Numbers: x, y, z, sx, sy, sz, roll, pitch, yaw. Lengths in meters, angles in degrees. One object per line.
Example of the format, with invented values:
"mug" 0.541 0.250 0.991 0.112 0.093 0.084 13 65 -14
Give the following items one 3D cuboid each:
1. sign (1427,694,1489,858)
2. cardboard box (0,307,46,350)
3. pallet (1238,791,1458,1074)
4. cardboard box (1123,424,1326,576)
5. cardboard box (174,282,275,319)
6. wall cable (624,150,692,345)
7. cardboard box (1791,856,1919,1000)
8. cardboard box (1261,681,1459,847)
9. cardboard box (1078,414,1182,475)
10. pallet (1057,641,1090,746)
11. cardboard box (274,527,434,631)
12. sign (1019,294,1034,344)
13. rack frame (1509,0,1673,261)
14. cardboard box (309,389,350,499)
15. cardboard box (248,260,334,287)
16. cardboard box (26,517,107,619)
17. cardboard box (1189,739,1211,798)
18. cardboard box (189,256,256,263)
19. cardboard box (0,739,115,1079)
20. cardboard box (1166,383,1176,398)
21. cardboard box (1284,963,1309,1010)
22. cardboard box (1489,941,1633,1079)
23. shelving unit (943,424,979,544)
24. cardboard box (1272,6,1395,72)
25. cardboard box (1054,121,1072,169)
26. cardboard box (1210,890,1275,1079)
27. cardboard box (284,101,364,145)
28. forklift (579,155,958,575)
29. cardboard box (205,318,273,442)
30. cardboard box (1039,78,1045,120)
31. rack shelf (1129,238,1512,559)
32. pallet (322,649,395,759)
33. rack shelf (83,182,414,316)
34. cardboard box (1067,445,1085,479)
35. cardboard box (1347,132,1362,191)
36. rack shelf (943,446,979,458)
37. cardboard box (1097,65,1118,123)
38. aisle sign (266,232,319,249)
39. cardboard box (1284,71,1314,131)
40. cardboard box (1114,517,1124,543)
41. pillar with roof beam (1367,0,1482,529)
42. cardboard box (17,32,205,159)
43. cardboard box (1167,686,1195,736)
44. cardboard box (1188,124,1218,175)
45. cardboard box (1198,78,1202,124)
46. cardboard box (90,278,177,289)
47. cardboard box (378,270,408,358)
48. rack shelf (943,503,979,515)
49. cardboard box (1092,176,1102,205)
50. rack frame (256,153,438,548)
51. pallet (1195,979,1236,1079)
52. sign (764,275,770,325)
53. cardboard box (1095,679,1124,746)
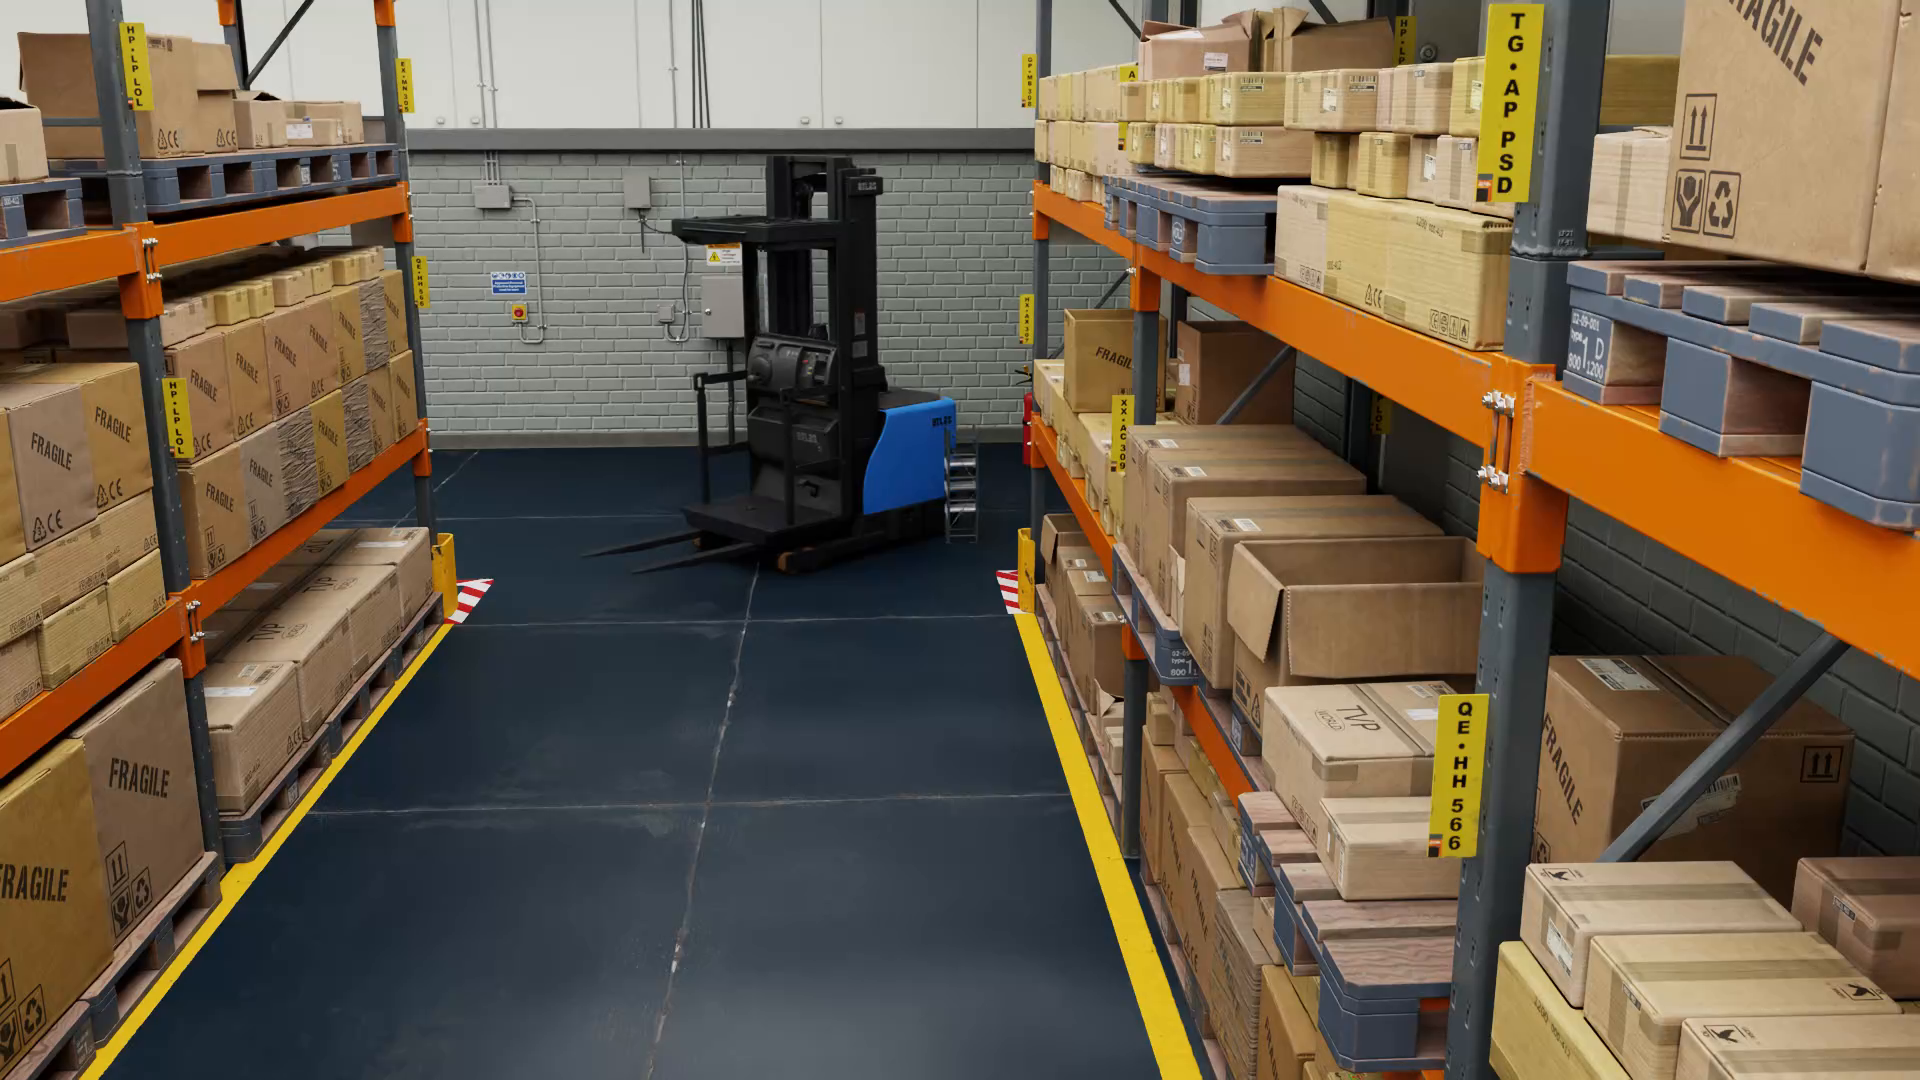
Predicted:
"sign" 0.936 0.444 3.116 0.100 0.325 0.005 -1 14 -3
"cardboard box" -4.061 -0.880 6.918 0.380 0.149 0.250 -1 14 -5
"pallet" 1.365 0.881 3.967 1.213 0.211 1.003 -1 14 -3
"cardboard box" 1.036 -0.167 6.613 0.700 0.500 0.500 -1 14 -2
"cardboard box" -3.517 -1.147 7.954 0.380 0.149 0.250 -1 14 -5
"wall cable" -2.930 -2.875 16.142 0.588 1.984 0.122 -1 14 -3
"cardboard box" 1.699 0.671 2.897 0.380 0.149 0.250 0 14 -2
"cardboard box" 1.089 0.568 4.259 0.500 0.250 0.500 -2 15 -6
"cardboard box" 0.891 -0.482 8.584 0.500 0.250 0.500 -1 14 -4
"pallet" 1.109 0.836 9.352 1.003 0.211 1.213 -1 14 -3
"cardboard box" -3.832 0.244 10.359 0.875 0.438 0.875 -1 14 -5
"sign" 0.440 -1.445 10.885 0.100 0.325 0.005 -1 14 -3
"rack frame" 1.477 -1.950 2.545 1.000 3.000 0.127 -1 14 -3
"cardboard box" -3.575 -0.508 8.780 0.500 0.500 0.500 0 14 -2
"cardboard box" -3.690 -1.462 9.180 0.380 0.149 0.250 -1 14 -4
"cardboard box" -3.416 0.099 5.920 0.500 0.250 0.500 -1 14 -2
"cardboard box" 1.108 0.879 6.464 0.380 0.149 0.250 -2 15 -6
"cardboard box" -4.203 -1.515 9.386 0.380 0.149 0.250 -1 14 -5
"cardboard box" -3.542 1.242 5.603 0.875 0.875 0.875 0 14 -2
"cardboard box" 1.332 -0.744 9.601 0.500 0.250 0.500 0 14 -2
"cardboard box" 1.187 1.268 4.951 0.380 0.149 0.250 -1 14 -4
"cardboard box" 1.236 0.901 2.804 0.500 0.250 0.500 -1 14 -3
"shelving unit" 0.009 -0.436 12.914 0.258 0.900 0.210 -2 15 -6
"cardboard box" 1.366 -1.826 6.118 0.396 0.266 0.258 -1 14 -3
"cardboard box" 0.808 -2.190 9.202 0.500 0.250 0.500 -1 14 -5
"cardboard box" 1.130 1.477 5.438 0.500 0.500 0.500 -1 14 -5
"cardboard box" -3.855 -2.478 9.874 0.500 0.250 0.500 -2 15 -9
"forklift" -1.399 -1.311 12.241 1.130 2.935 3.031 13 20 42
"cardboard box" -3.537 -0.742 7.684 0.500 0.500 0.500 -1 14 -4
"cardboard box" 0.758 -2.686 10.127 0.500 0.250 0.500 -1 14 -4
"rack shelf" 1.353 -0.646 4.941 1.077 0.370 4.000 -1 14 -3
"pallet" -3.772 0.894 9.127 1.003 0.211 1.213 -1 14 -3
"rack shelf" -3.848 -1.563 8.506 1.077 0.370 4.000 -1 14 -3
"cardboard box" 0.795 -0.440 9.221 0.380 0.149 0.250 -1 14 -2
"cardboard box" 1.203 -0.956 4.205 0.380 0.149 0.250 -1 14 -3
"rack shelf" 0.009 -0.665 12.855 0.258 0.077 0.200 -2 15 -6
"cardboard box" 0.918 -2.053 7.668 0.500 0.250 0.500 -1 14 -4
"aisle sign" -4.266 -2.229 10.452 0.394 0.787 0.004 -1 14 -3
"cardboard box" 1.080 -1.165 4.419 0.380 0.149 0.250 -1 14 -3
"cardboard box" 0.920 -0.057 7.734 0.380 0.149 0.250 0 14 -2
"pillar with roof beam" -2.211 -3.065 6.880 9.100 9.000 0.400 -1 14 -3
"cardboard box" -3.551 -1.864 6.988 0.500 0.500 0.500 -1 14 -2
"cardboard box" 1.050 0.667 6.689 0.380 0.149 0.250 -2 15 -6
"cardboard box" 0.923 -1.224 5.206 0.380 0.149 0.250 -1 14 -2
"cardboard box" 0.988 -1.430 5.407 0.380 0.149 0.250 -1 14 -3
"cardboard box" -4.077 -1.199 8.158 0.380 0.149 0.250 -1 14 -5
"cardboard box" -3.705 -1.373 10.135 0.500 0.500 0.500 0 14 -2
"rack shelf" 0.009 -0.229 12.967 0.258 0.077 0.200 -2 15 -6
"cardboard box" 0.873 -1.774 8.384 0.380 0.149 0.250 -1 14 -3
"rack frame" -3.972 -0.956 10.724 1.000 3.000 0.127 -1 14 -3
"pallet" 1.396 1.817 5.540 1.003 0.211 1.213 -1 14 -3
"sign" -1.759 -2.368 16.399 0.329 0.494 0.001 -1 14 -3
"cardboard box" 0.880 0.859 8.313 0.396 0.266 0.258 0 14 -1
